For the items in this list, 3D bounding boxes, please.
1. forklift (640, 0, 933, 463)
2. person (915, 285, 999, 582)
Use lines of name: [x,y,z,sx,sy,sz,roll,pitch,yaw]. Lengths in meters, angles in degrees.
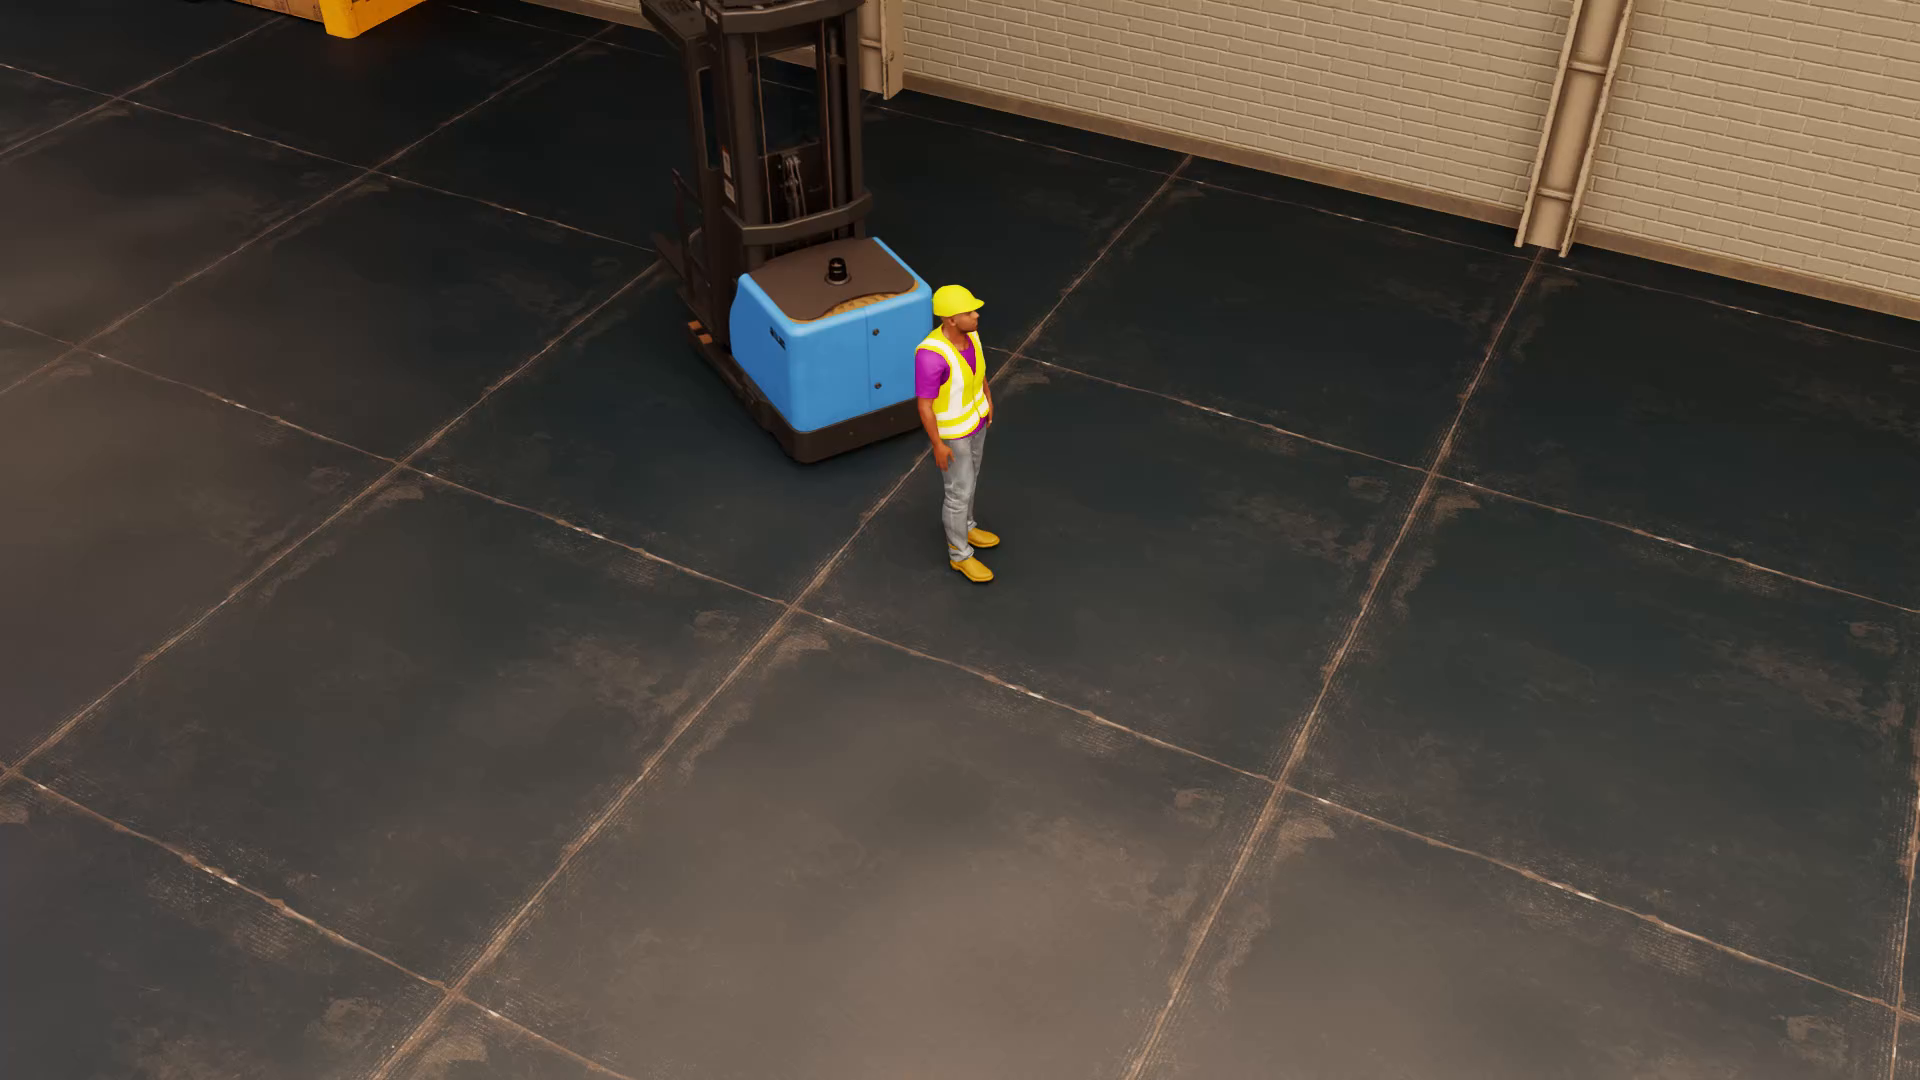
forklift: [-1.328,-2.552,11.016,1.130,2.935,3.031,-20,44,-22]
person: [0.060,-0.657,9.661,0.574,1.768,0.665,18,43,21]
